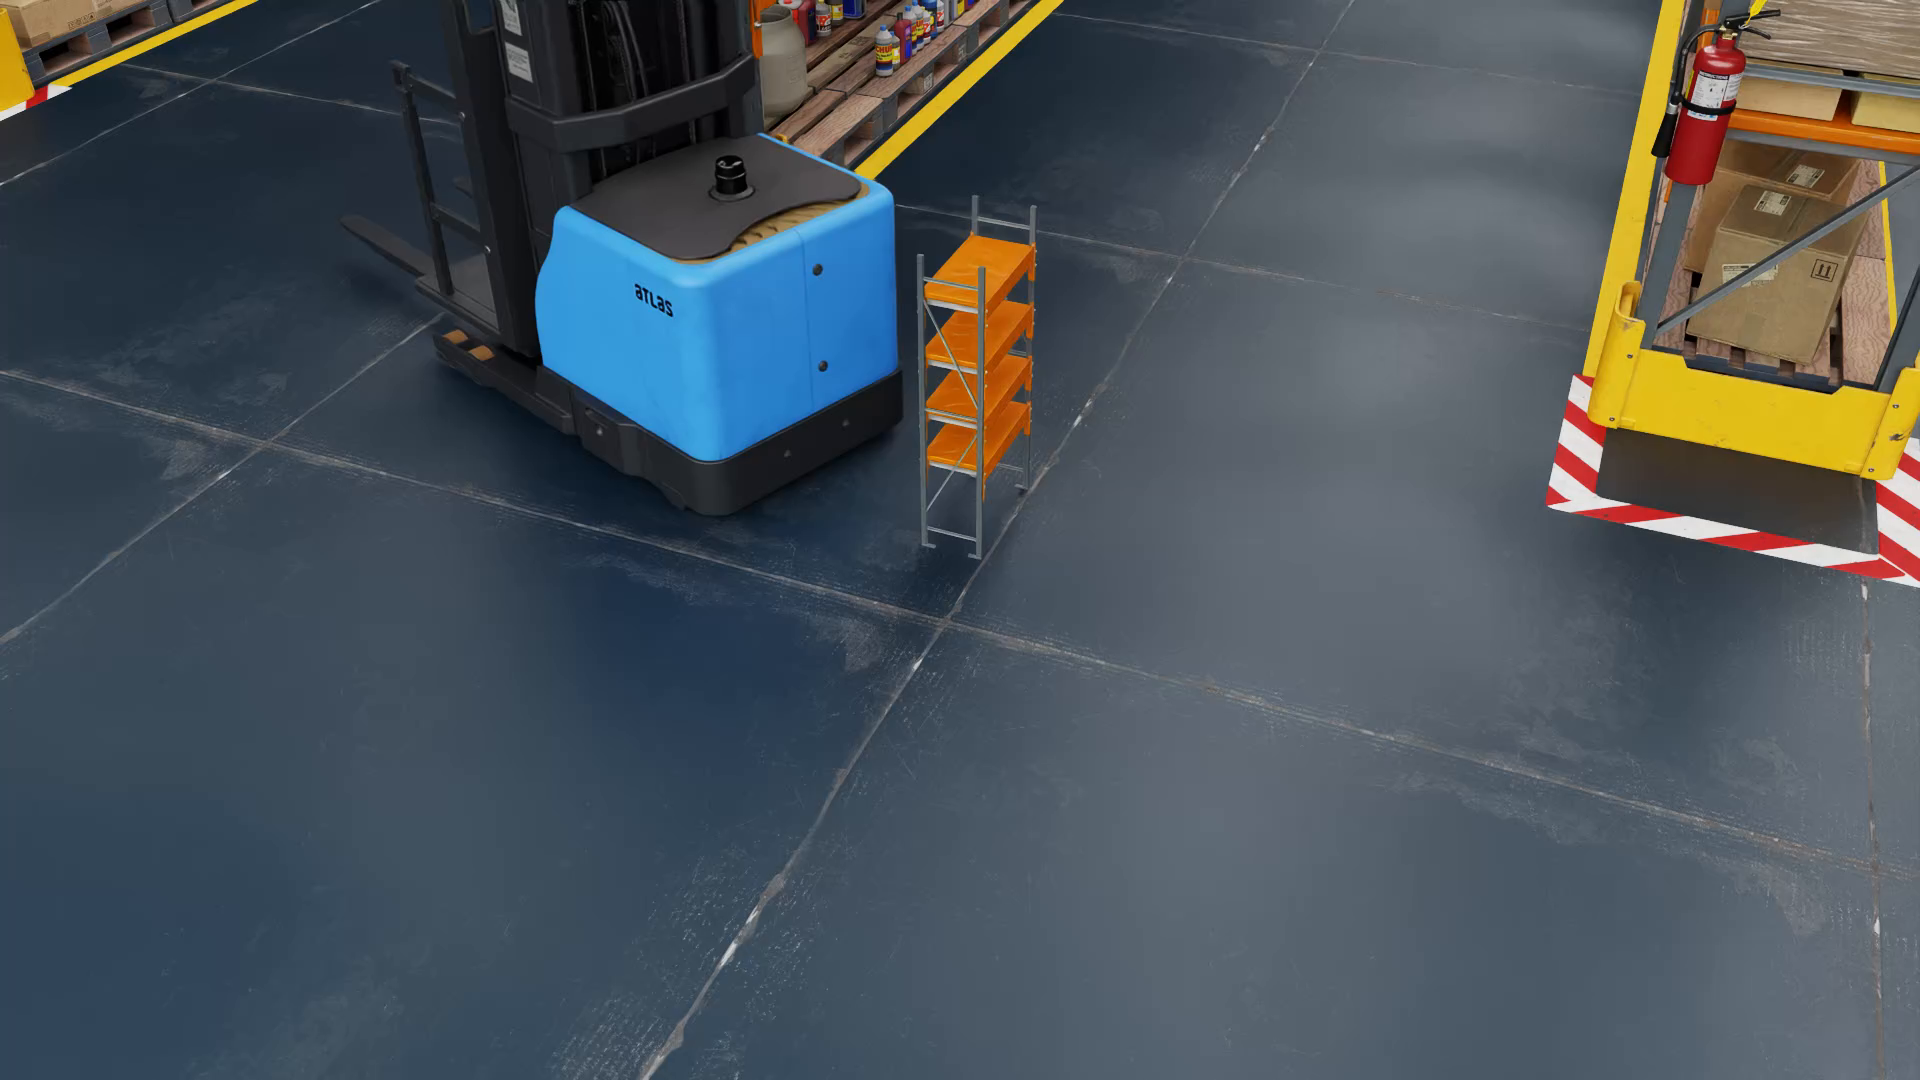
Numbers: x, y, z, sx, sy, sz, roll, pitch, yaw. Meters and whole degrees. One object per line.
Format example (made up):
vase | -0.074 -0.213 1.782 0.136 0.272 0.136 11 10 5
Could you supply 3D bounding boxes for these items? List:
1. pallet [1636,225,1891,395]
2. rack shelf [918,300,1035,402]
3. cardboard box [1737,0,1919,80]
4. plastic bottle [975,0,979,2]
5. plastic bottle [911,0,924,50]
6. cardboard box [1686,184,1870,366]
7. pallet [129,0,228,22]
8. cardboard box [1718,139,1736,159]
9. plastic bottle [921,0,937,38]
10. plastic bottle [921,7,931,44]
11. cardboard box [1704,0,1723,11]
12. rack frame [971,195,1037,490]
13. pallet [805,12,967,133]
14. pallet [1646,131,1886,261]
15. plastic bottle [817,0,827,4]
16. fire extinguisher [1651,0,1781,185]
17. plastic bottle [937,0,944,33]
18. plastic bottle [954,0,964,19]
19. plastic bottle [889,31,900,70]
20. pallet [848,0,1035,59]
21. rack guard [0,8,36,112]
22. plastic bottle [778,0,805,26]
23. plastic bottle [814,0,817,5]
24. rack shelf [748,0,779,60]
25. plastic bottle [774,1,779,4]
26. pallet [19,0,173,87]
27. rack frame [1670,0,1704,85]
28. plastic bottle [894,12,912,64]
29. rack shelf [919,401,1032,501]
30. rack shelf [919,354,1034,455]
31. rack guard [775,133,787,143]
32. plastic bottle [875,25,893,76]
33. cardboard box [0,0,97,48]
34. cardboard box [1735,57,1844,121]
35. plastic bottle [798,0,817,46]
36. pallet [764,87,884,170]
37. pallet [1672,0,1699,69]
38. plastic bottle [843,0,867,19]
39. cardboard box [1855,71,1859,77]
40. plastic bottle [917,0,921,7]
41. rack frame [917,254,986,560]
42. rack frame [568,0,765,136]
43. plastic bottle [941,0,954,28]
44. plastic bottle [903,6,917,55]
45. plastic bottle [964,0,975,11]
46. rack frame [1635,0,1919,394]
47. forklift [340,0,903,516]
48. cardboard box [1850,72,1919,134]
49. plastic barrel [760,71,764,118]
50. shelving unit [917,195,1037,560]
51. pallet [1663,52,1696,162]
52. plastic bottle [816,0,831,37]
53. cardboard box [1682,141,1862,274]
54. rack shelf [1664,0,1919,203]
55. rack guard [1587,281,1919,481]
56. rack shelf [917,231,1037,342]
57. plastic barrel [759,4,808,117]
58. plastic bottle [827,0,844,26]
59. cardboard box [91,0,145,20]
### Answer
pallet | 3.545 -0.977 7.381 1.003 0.211 1.213 14 39 18
rack shelf | 0.063 -0.698 5.920 0.258 0.148 0.480 14 39 18
cardboard box | 3.409 -2.068 6.179 0.875 0.500 0.500 14 39 18
plastic bottle | 0.064 -3.540 10.325 0.144 0.351 0.185 12 38 15
plastic bottle | -0.260 -3.000 9.669 0.097 0.271 0.097 0 37 0
cardboard box | 3.427 -1.119 6.979 0.500 0.500 0.500 21 42 26
pallet | -5.268 -3.858 11.235 1.003 0.211 1.213 14 39 18
cardboard box | 3.879 -1.800 7.890 0.500 0.500 0.500 18 40 22
plastic bottle | -0.183 -3.112 9.819 0.097 0.271 0.097 0 37 0
plastic bottle | -0.222 -3.027 9.764 0.097 0.201 0.097 0 37 0
cardboard box | 3.488 -2.372 6.586 0.875 0.500 0.500 14 39 18
rack frame | 0.156 -0.707 6.194 0.240 1.200 0.015 14 39 18
pallet | -0.641 -2.796 9.814 1.003 0.211 1.213 14 39 18
pallet | 4.011 -1.650 8.281 1.003 0.211 1.213 14 39 18
plastic bottle | -0.879 -3.273 9.968 0.144 0.351 0.185 15 39 20
fire extinguisher | 2.704 -1.621 5.977 0.296 0.674 0.183 14 39 18
plastic bottle | -0.144 -3.140 9.916 0.097 0.201 0.097 0 37 0
plastic bottle | -0.059 -3.361 10.086 0.144 0.351 0.185 14 39 17
plastic bottle | -0.389 -2.784 9.439 0.097 0.201 0.097 0 37 0
pallet | -0.178 -3.474 10.721 1.003 0.211 1.213 14 39 18
rack guard | -5.995 -2.854 9.651 1.175 0.500 0.348 14 39 18
plastic bottle | -0.992 -3.074 9.764 0.152 0.276 0.135 14 39 18
plastic bottle | -0.939 -3.150 9.867 0.152 0.276 0.135 13 39 16
rack shelf | -0.645 -3.557 9.105 1.077 0.370 4.000 14 39 18
plastic bottle | -1.085 -3.012 9.676 0.061 0.283 0.133 15 39 19
pallet | -5.733 -3.185 10.334 1.003 0.211 1.213 14 39 18
rack frame | 4.696 -3.825 8.862 1.000 3.000 0.127 14 39 18
plastic bottle | -0.325 -2.881 9.500 0.061 0.283 0.133 14 39 18
rack shelf | 0.063 -0.359 6.173 0.258 0.148 0.480 14 39 18
rack shelf | 0.063 -0.518 6.054 0.258 0.148 0.480 14 39 18
rack guard | -1.421 -1.790 8.227 1.175 0.500 0.348 14 39 18
plastic bottle | -0.428 -2.755 9.341 0.097 0.271 0.097 0 37 0
cardboard box | -5.576 -3.182 9.947 0.500 0.250 0.500 14 39 18
cardboard box | 3.092 -1.714 6.248 0.380 0.149 0.250 14 39 18
plastic bottle | -0.893 -3.053 9.730 0.061 0.283 0.133 14 39 18
pallet | -1.107 -2.123 8.914 1.003 0.211 1.213 14 39 18
pallet | 4.991 -3.139 10.274 1.003 0.211 1.213 14 39 18
plastic bottle | -0.662 -3.326 10.102 0.152 0.276 0.135 14 39 18
cardboard box | 3.616 -1.747 6.292 0.380 0.149 0.250 14 39 18
plastic bottle | -0.223 -3.269 10.019 0.061 0.283 0.133 14 39 18
rack frame | -0.030 -0.437 5.833 0.240 1.200 0.015 14 39 18
rack frame | -1.406 -2.738 7.408 1.000 3.000 0.127 14 39 18
plastic bottle | -0.124 -3.242 9.989 0.152 0.276 0.135 15 39 19
plastic bottle | -0.298 -2.944 9.595 0.097 0.271 0.097 0 37 0
plastic bottle | 0.041 -3.413 10.212 0.061 0.283 0.133 16 40 21
rack frame | 3.174 -1.610 5.899 1.000 3.000 0.127 14 39 18
forklift | -1.639 -2.036 6.525 3.031 2.935 1.130 30 46 34
cardboard box | 3.503 -1.613 6.112 0.380 0.149 0.250 14 39 18
plastic barrel | -1.226 -2.292 8.538 0.421 0.512 0.421 0 37 0
shelving unit | 0.063 -0.572 6.013 0.258 1.200 0.503 14 39 18
pallet | 4.473 -2.328 9.188 1.003 0.211 1.213 14 39 18
plastic bottle | -0.816 -3.102 9.865 0.097 0.201 0.097 0 37 0
cardboard box | 3.623 -1.458 7.432 0.500 0.500 0.500 25 43 29
rack shelf | 3.935 -2.429 7.595 1.077 0.370 4.000 14 39 18
rack guard | 3.203 -0.651 6.703 1.175 0.500 0.348 14 39 18
rack shelf | 0.063 -0.887 5.778 0.258 0.148 0.480 14 39 18
plastic barrel | -1.036 -2.569 8.909 0.421 0.512 0.421 0 37 0
plastic bottle | -0.751 -3.210 10.009 0.097 0.201 0.097 0 37 0
cardboard box | -5.389 -3.460 10.319 0.500 0.250 0.500 14 39 18
